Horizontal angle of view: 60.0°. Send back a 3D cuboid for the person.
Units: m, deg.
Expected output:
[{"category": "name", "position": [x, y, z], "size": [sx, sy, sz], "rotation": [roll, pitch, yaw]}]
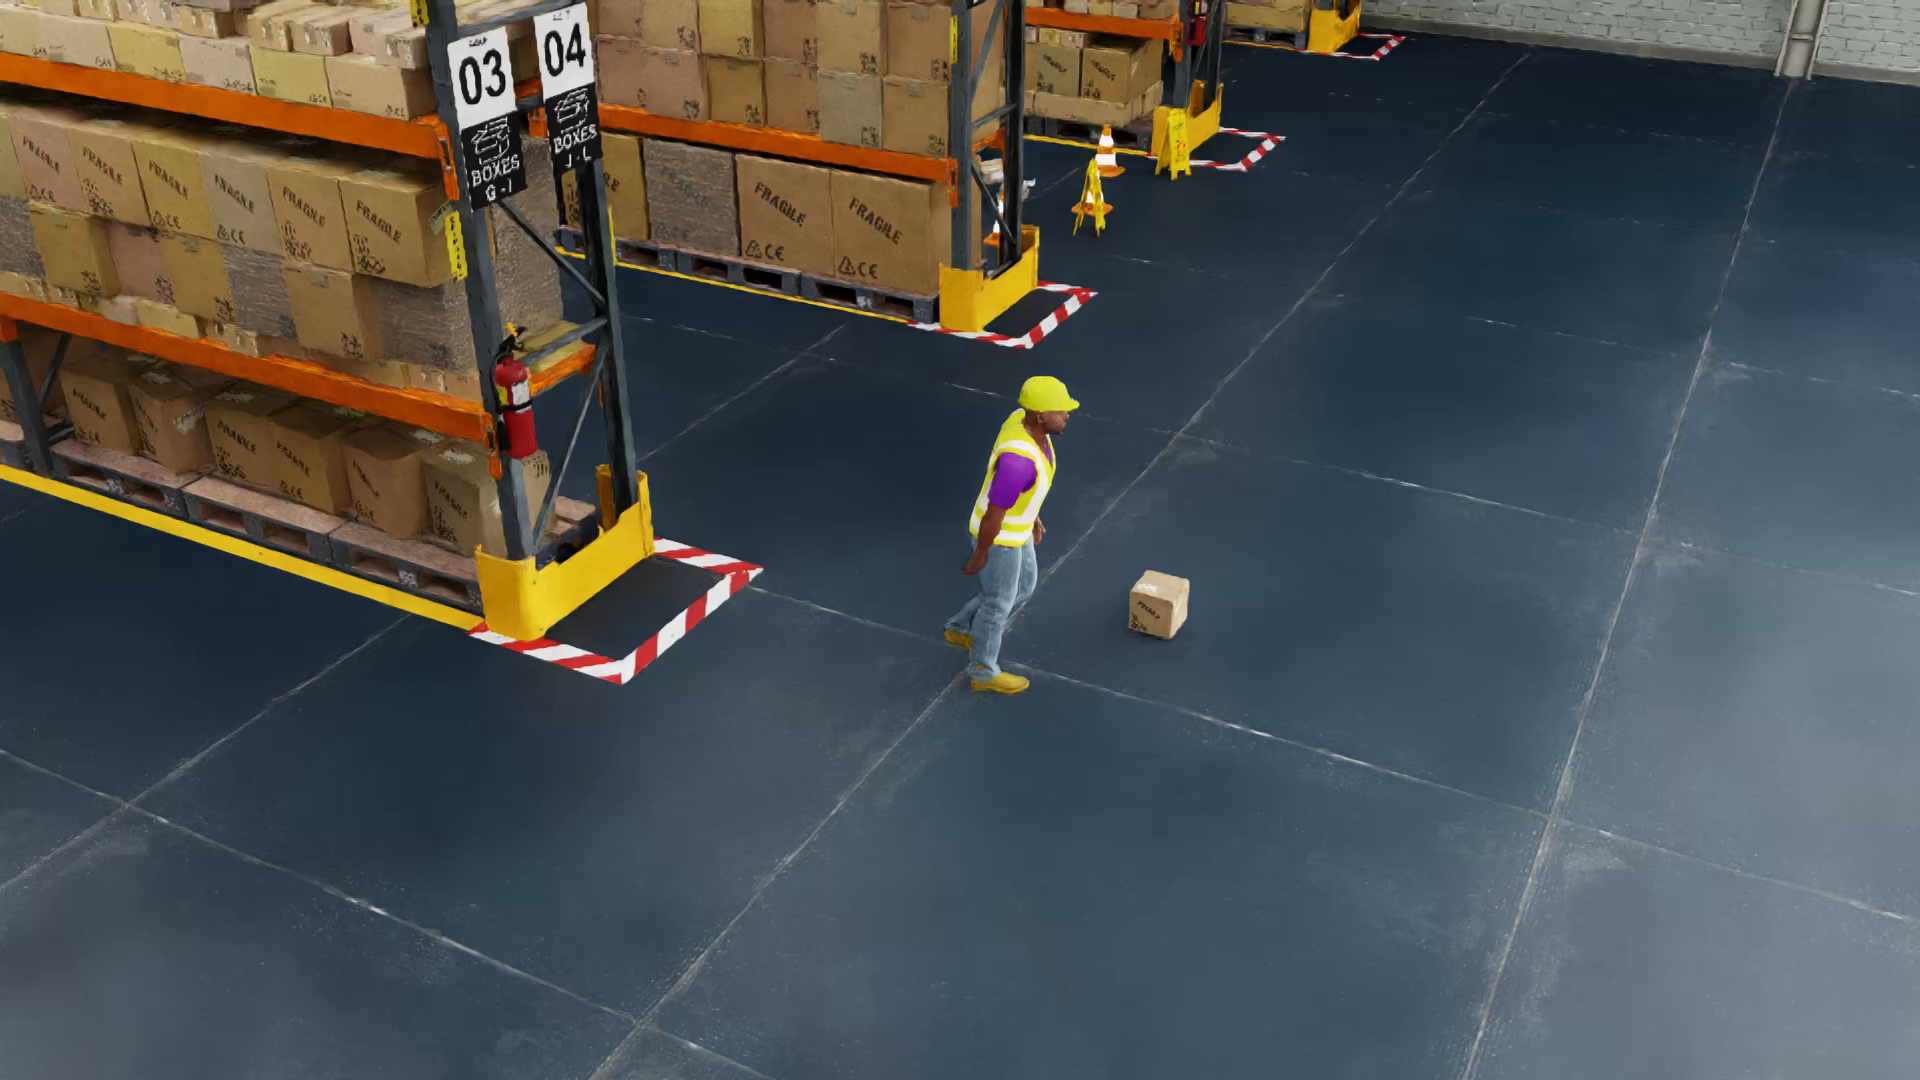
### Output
[{"category": "person", "position": [0.235, -0.036, 8.345], "size": [0.679, 1.739, 0.577], "rotation": [4, 30, 7]}]
